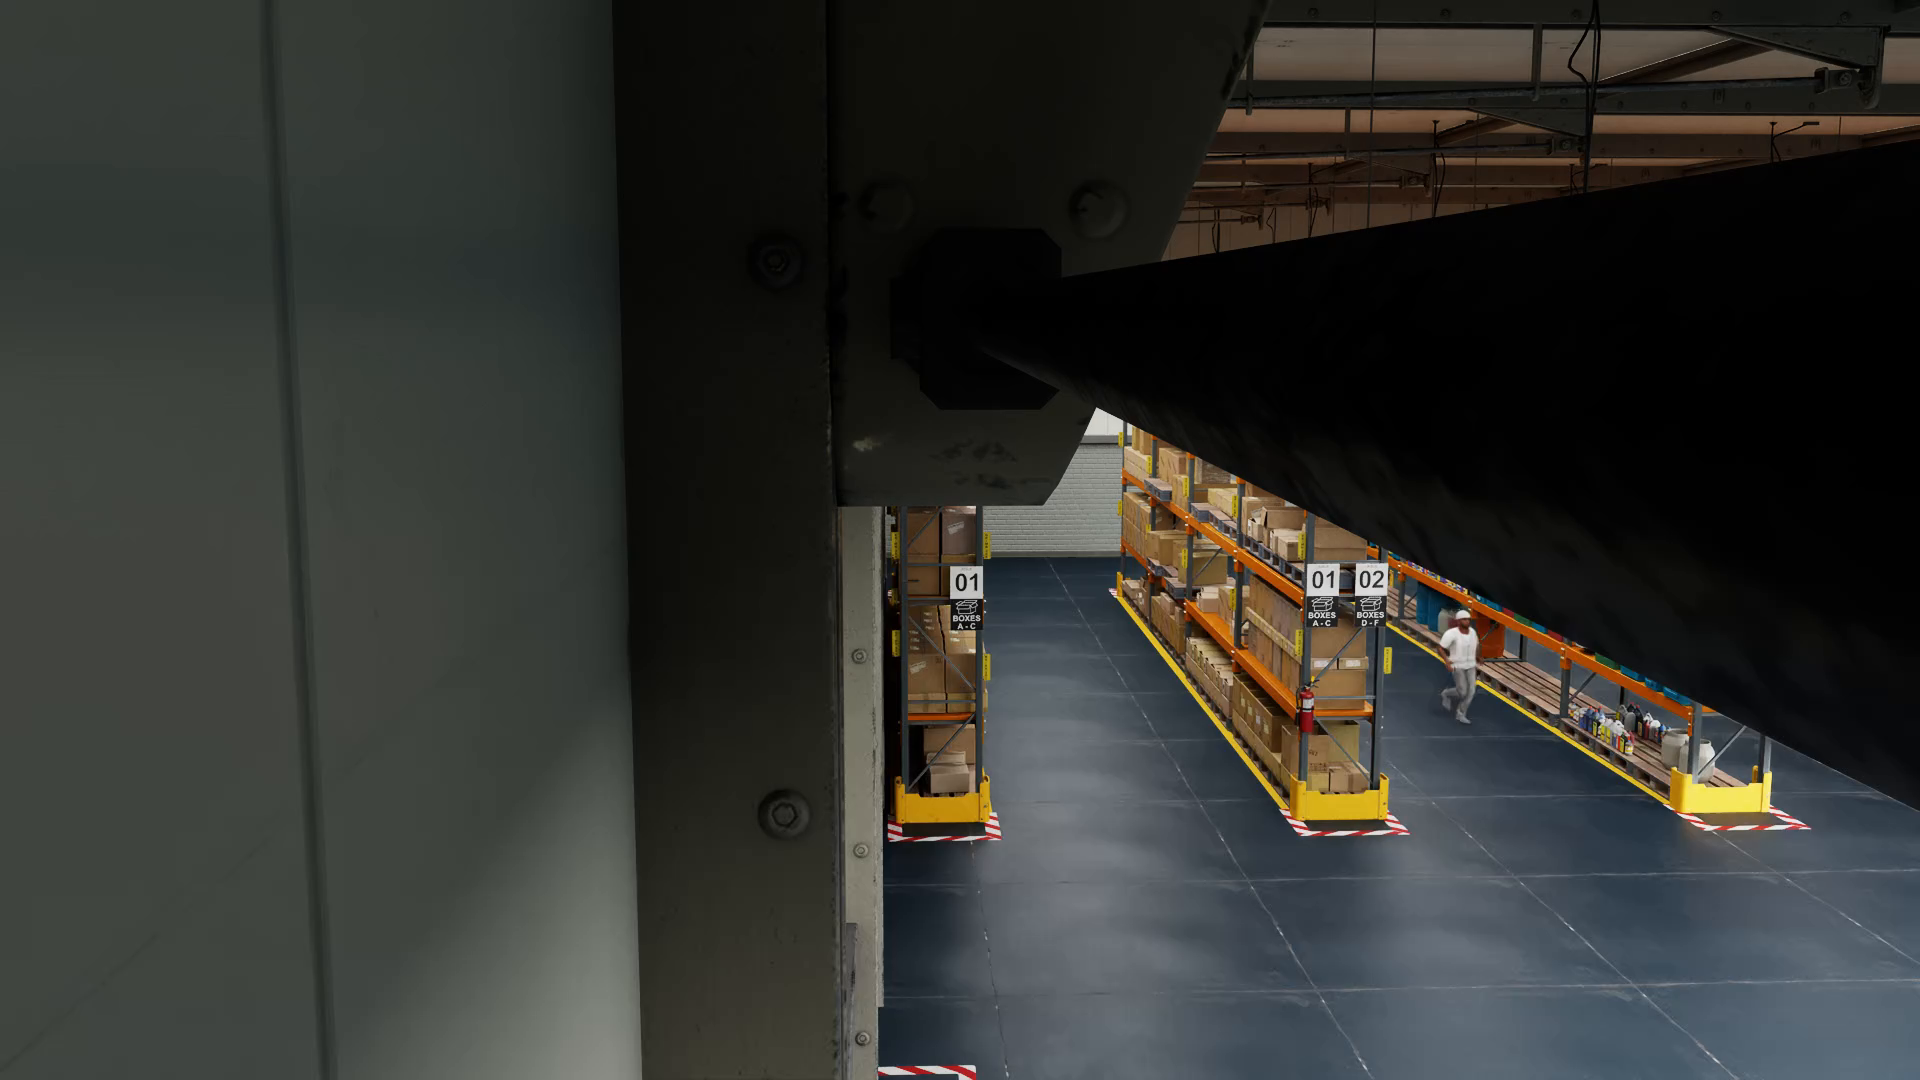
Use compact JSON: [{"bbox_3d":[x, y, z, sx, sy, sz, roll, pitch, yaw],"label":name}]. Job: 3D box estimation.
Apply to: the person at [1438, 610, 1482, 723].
[{"bbox_3d":[7.667,1.923,25.409,0.702,1.721,0.537,-2,8,-17],"label":"person"}]
